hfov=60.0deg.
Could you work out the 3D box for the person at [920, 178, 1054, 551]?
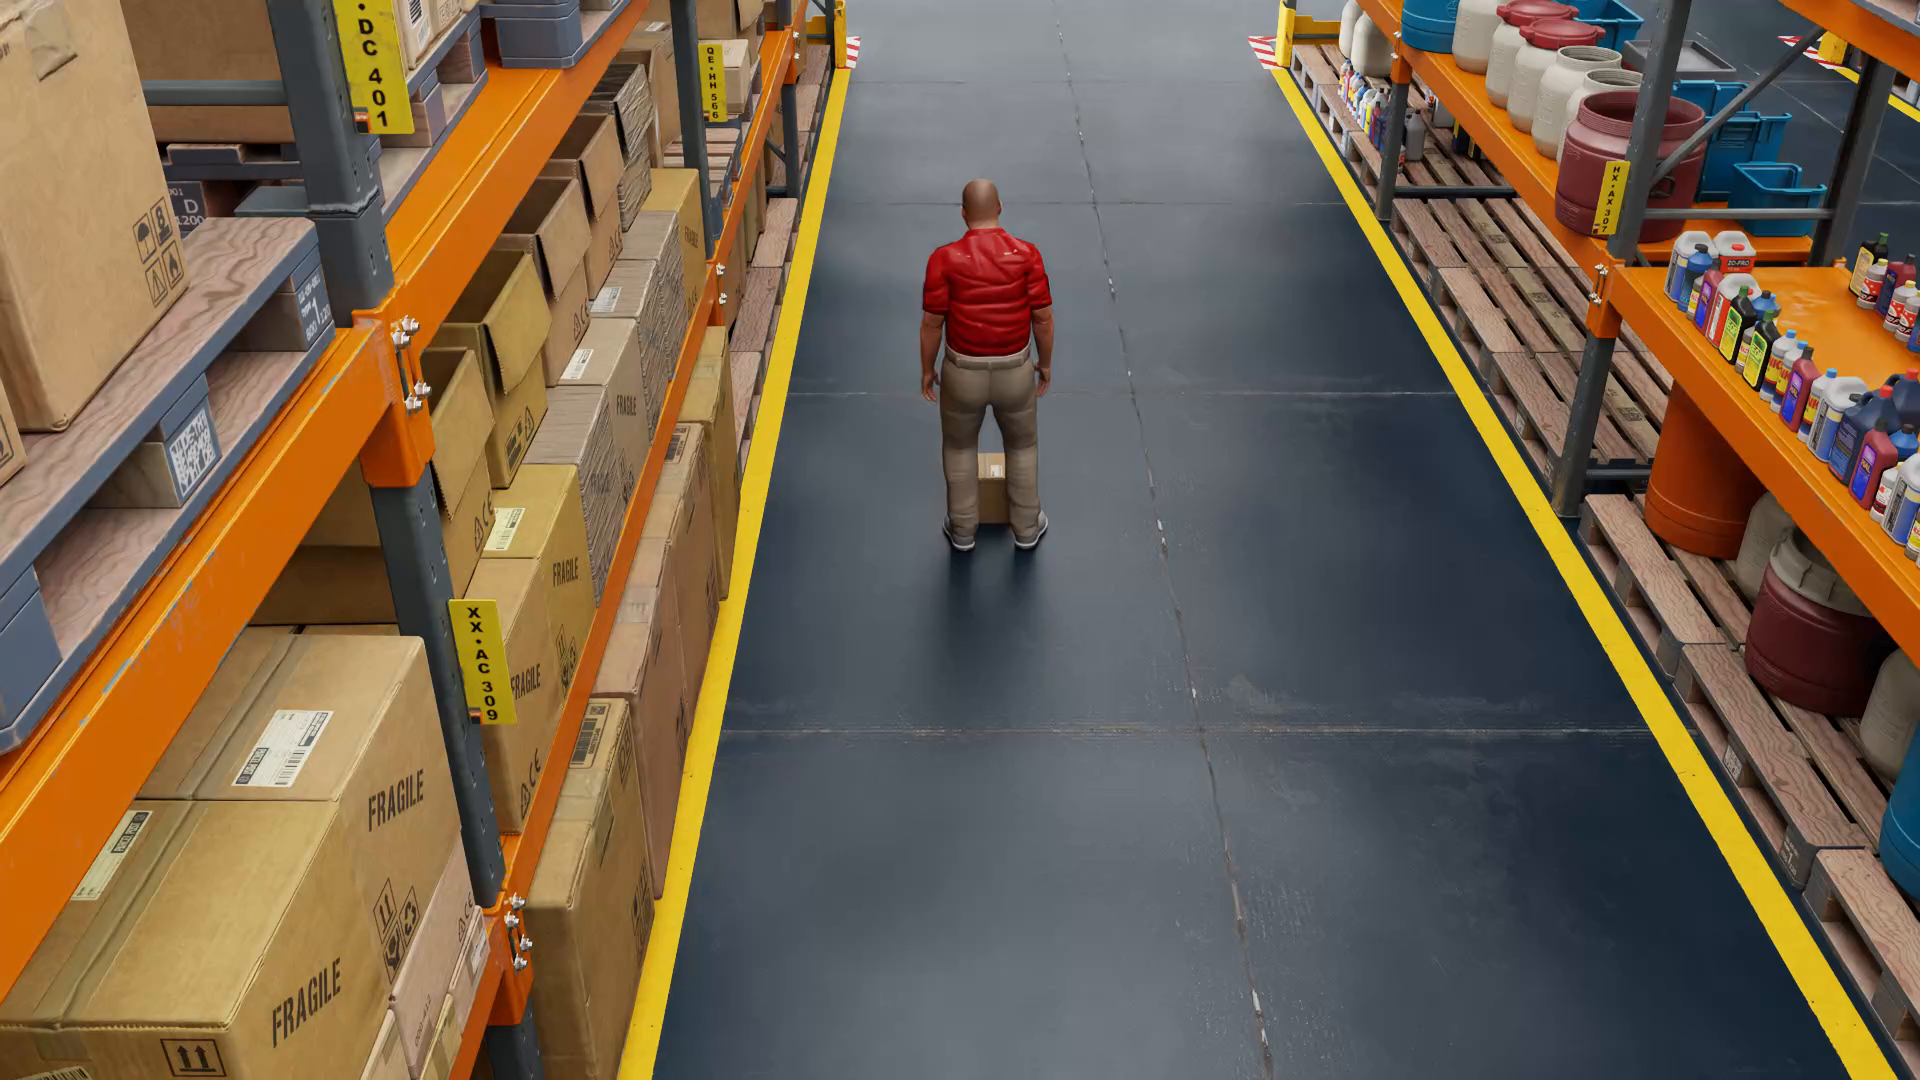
[{"bbox_3d":[0.123,-0.747,7.375,0.603,1.726,0.394,-2,31,-3],"label":"person"}]
